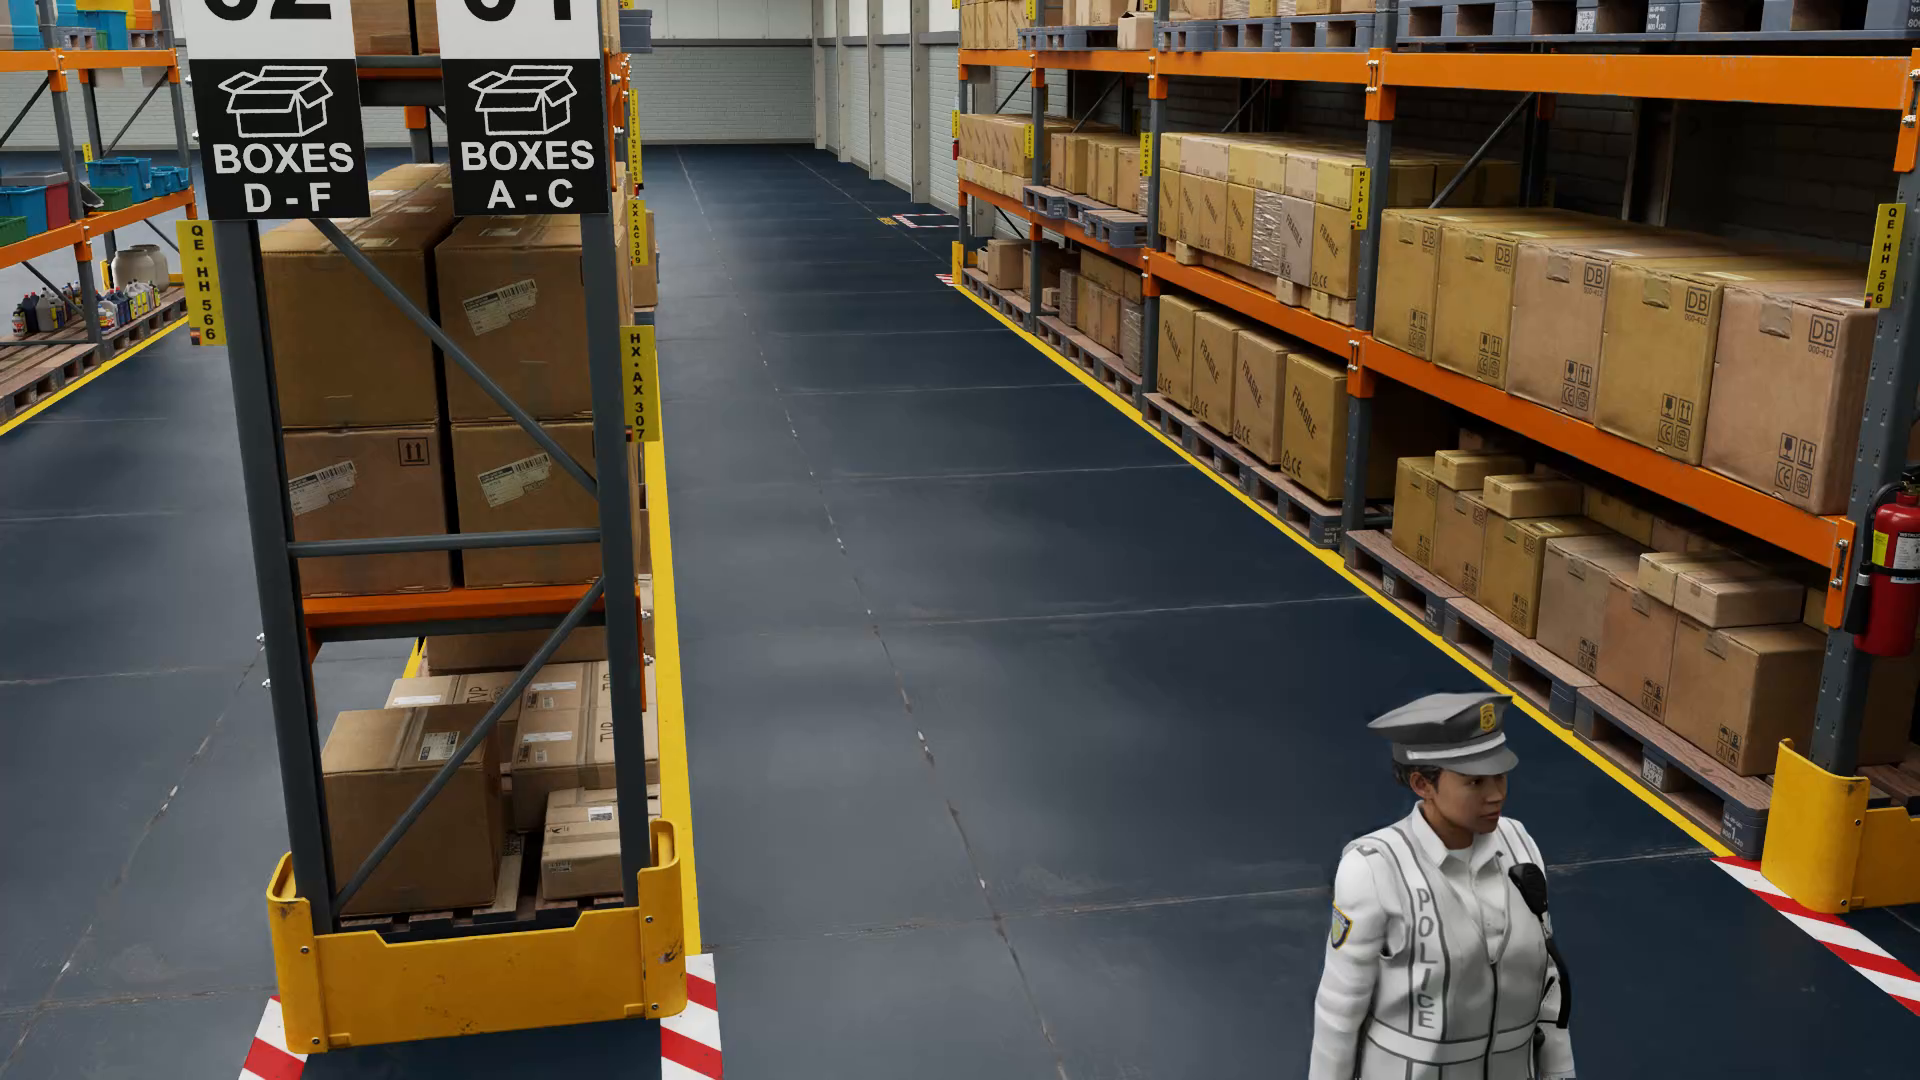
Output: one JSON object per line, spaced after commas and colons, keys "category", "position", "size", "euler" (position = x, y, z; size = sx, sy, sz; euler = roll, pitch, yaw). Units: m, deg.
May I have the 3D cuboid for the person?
{"category": "person", "position": [0.958, 1.117, 3.220], "size": [0.512, 1.733, 0.470], "euler": [-7, 18, -21]}
